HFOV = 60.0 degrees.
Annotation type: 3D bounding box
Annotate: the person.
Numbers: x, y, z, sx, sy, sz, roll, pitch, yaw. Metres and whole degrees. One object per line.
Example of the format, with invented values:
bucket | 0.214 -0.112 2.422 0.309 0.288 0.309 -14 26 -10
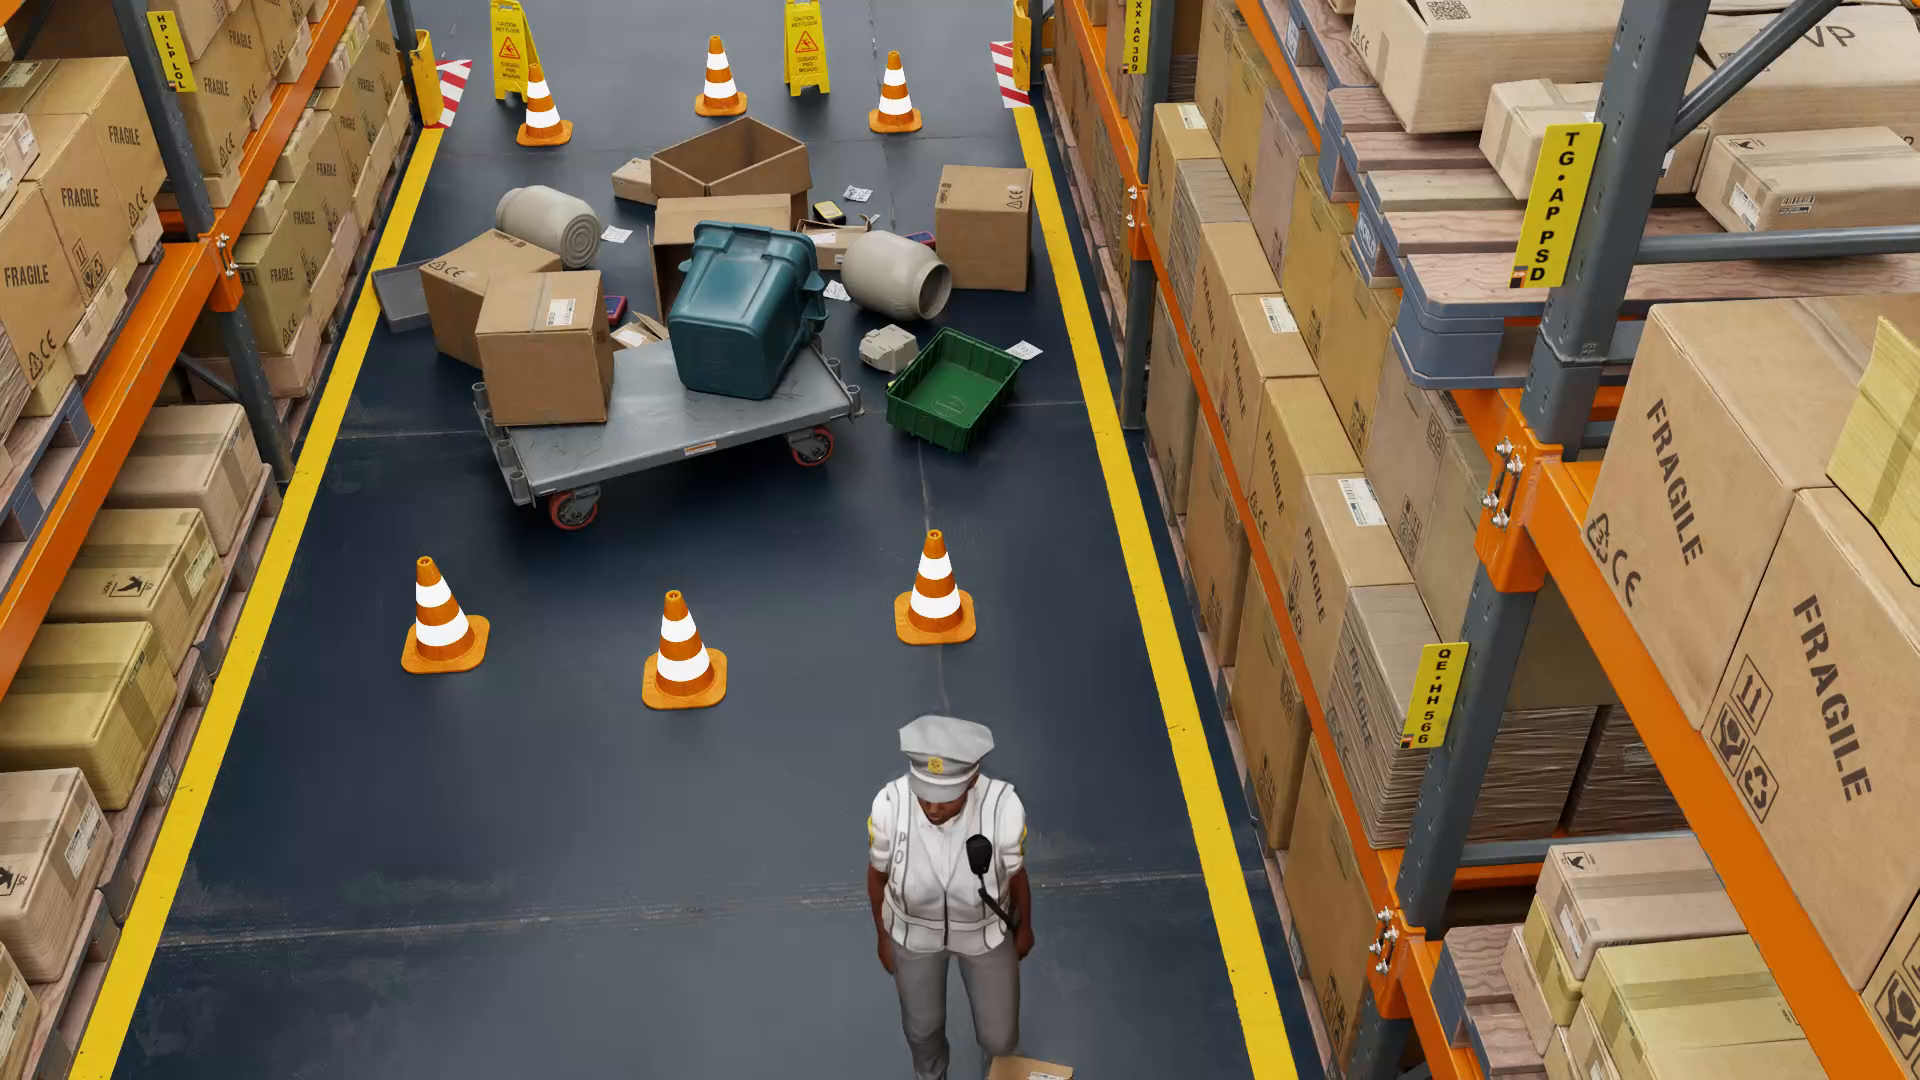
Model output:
person | -0.019 1.059 4.814 0.475 1.673 0.502 2 39 2
